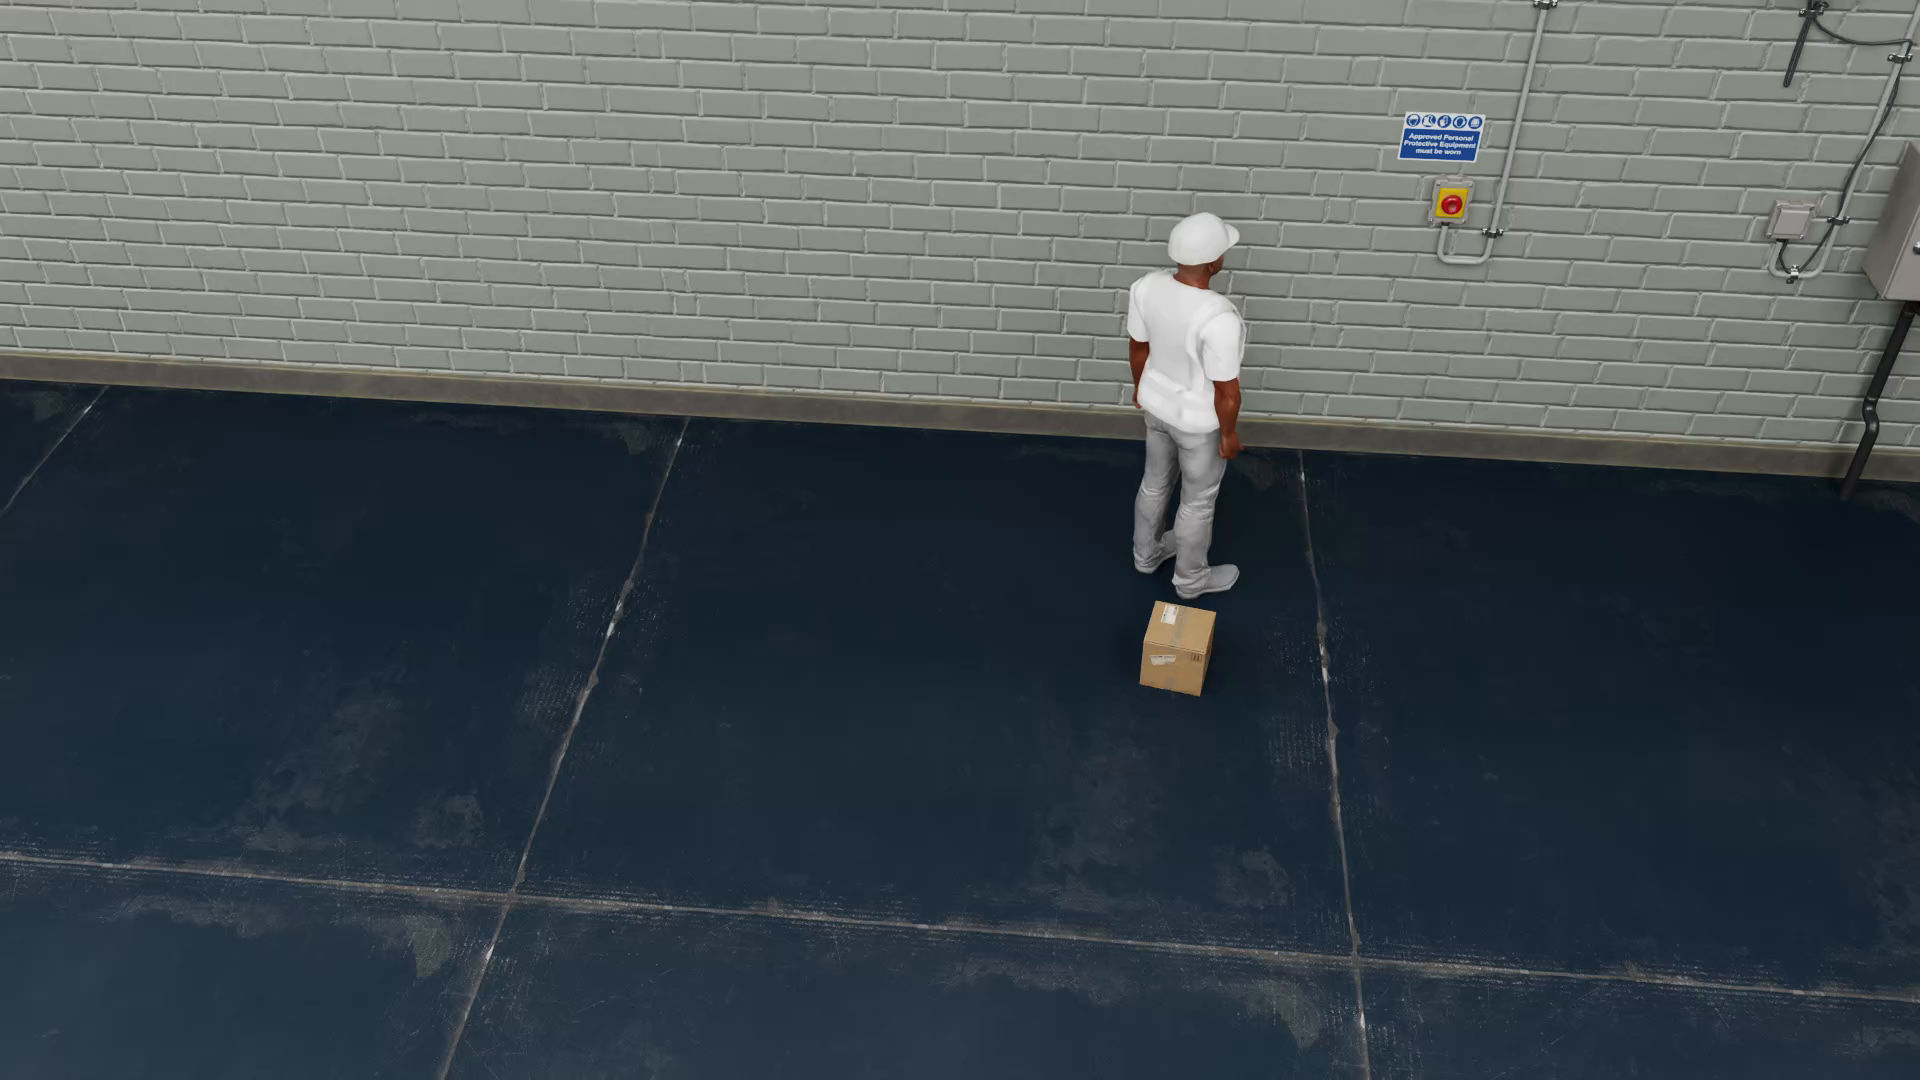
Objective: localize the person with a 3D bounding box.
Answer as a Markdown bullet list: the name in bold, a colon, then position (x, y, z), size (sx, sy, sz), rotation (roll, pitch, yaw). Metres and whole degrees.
- **person**: position (0.933, -0.544, 6.787), size (0.385, 1.770, 0.545), rotation (-29, 48, -31)
